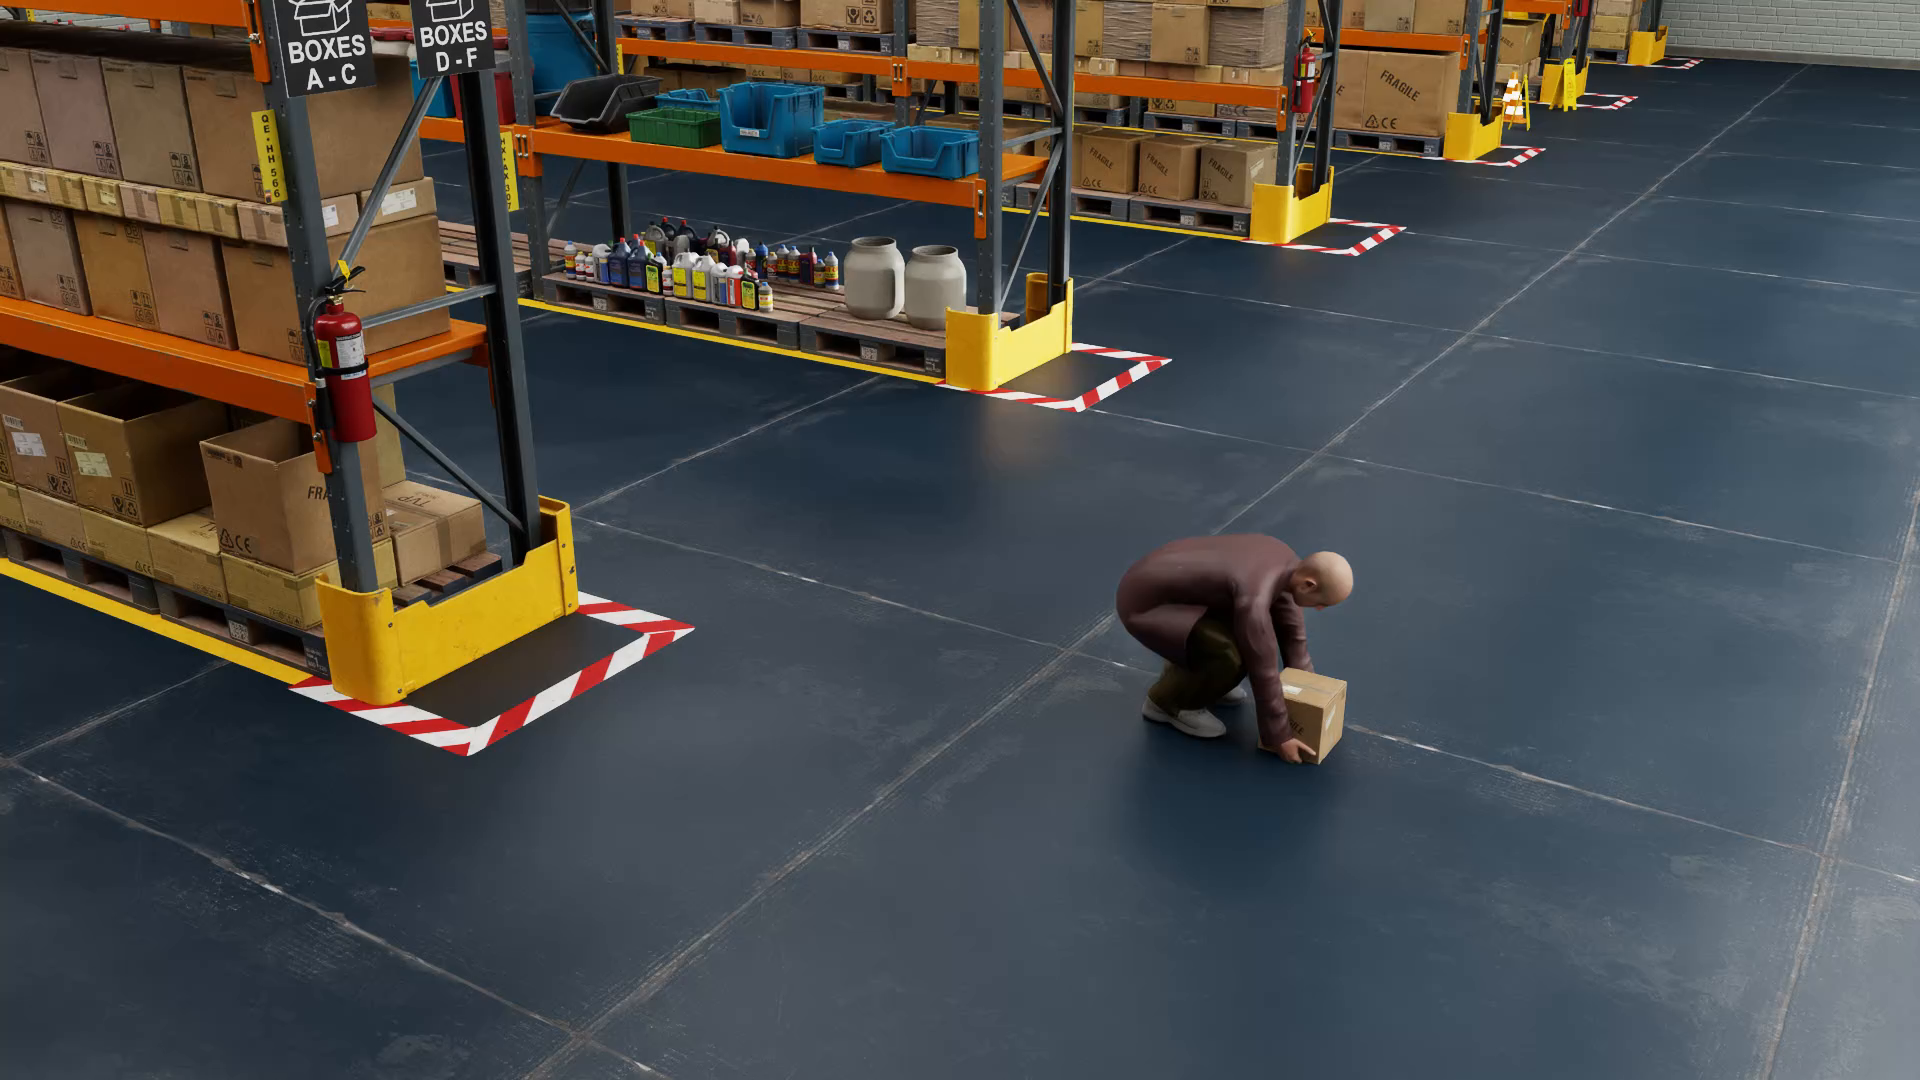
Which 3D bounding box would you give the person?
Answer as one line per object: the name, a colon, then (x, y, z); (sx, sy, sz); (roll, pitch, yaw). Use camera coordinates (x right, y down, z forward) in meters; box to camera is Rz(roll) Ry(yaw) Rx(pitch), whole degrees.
person: (1.051, 0.382, 6.536); (0.925, 0.821, 0.575); (13, 26, 28)
